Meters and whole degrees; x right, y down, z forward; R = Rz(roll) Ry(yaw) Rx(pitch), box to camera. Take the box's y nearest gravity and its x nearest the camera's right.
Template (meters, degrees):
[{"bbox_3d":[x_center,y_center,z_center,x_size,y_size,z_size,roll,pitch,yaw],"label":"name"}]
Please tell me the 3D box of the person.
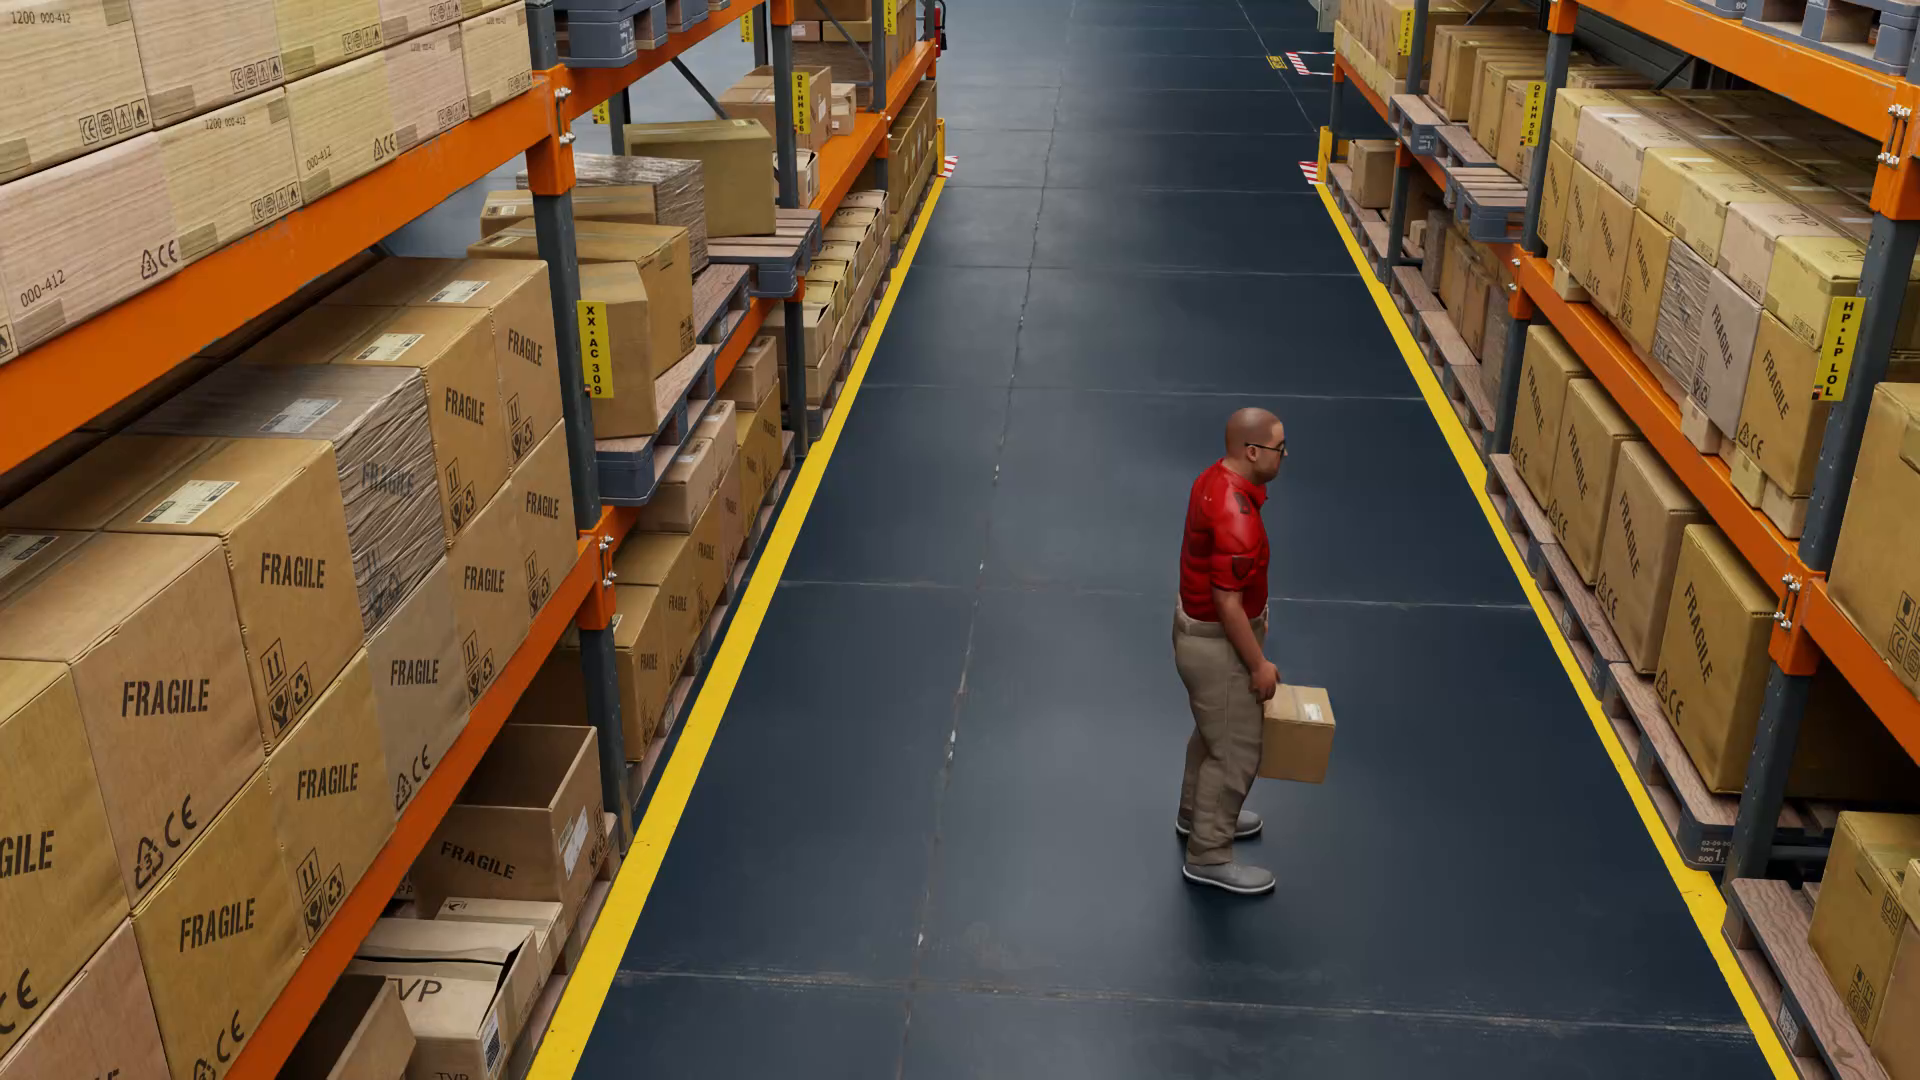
[{"bbox_3d":[0.944,0.362,5.815,0.392,1.731,0.561,1,24,3],"label":"person"}]
